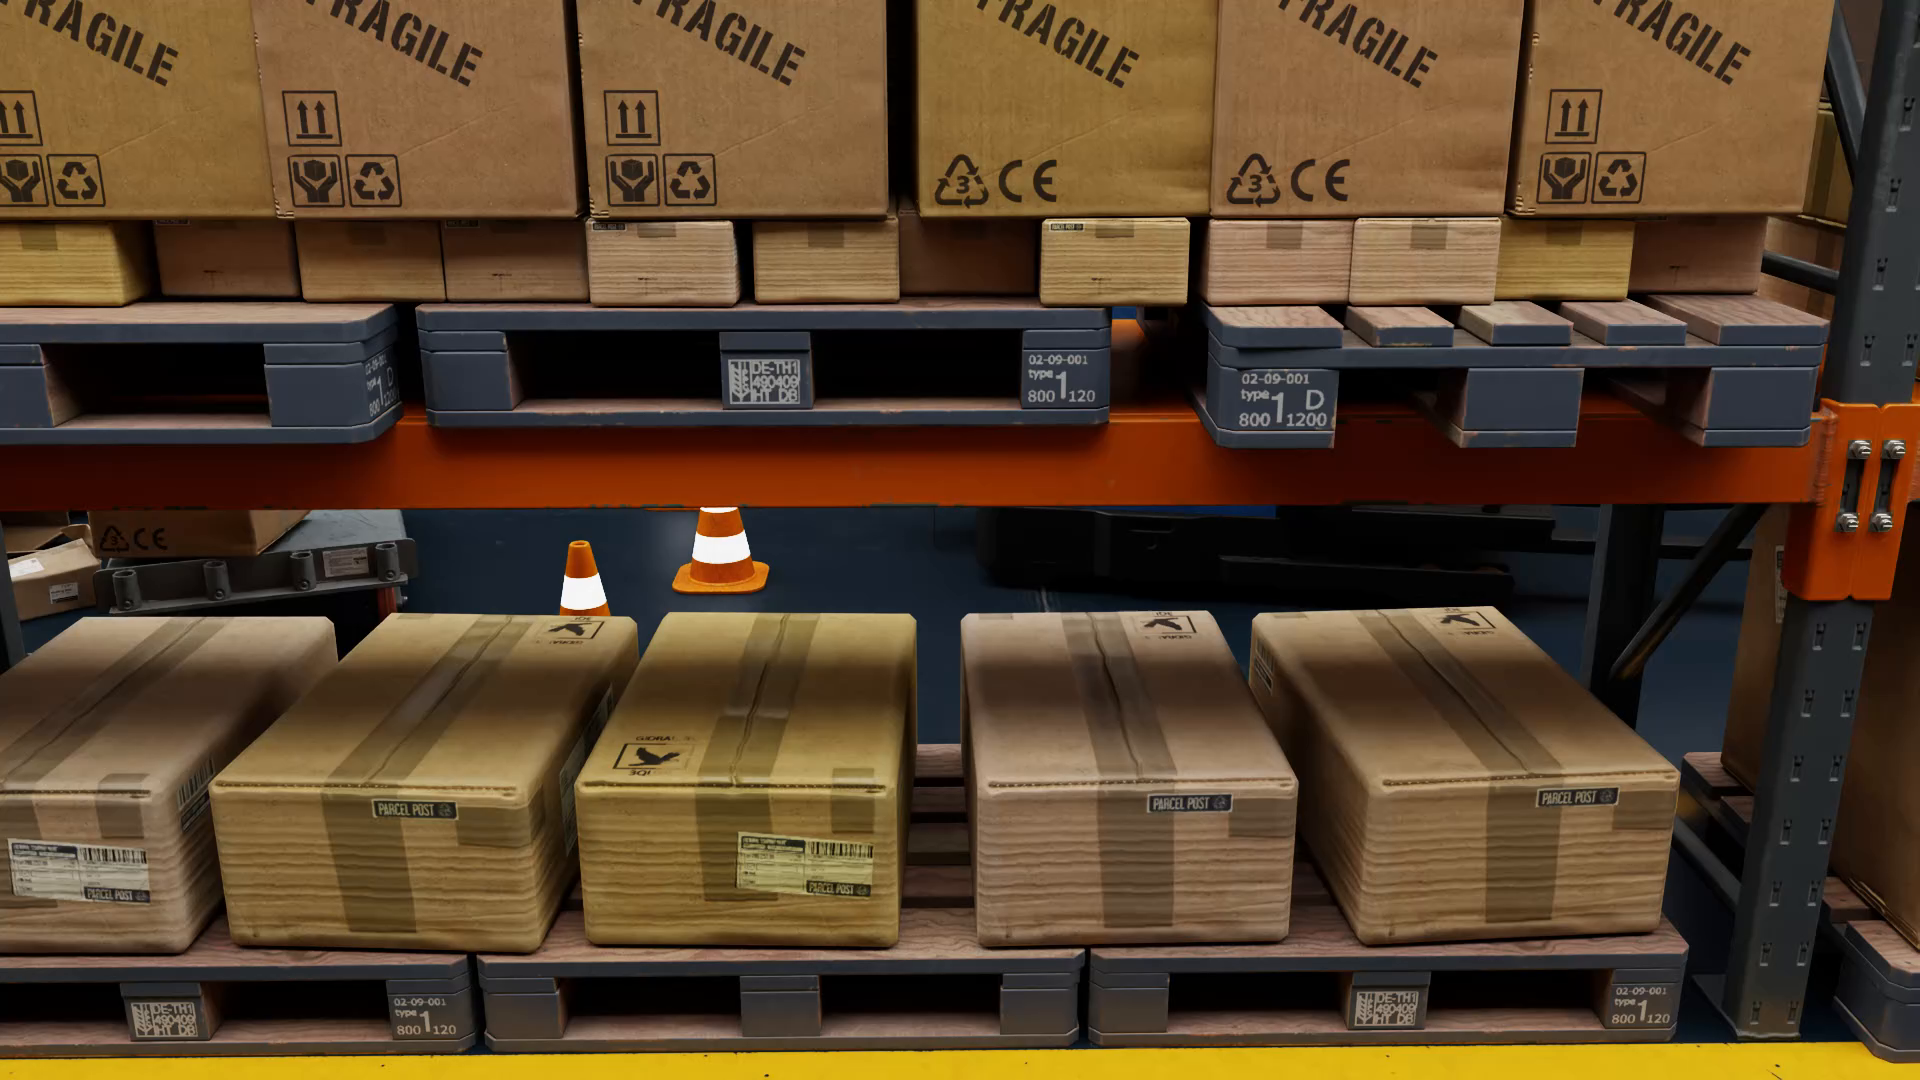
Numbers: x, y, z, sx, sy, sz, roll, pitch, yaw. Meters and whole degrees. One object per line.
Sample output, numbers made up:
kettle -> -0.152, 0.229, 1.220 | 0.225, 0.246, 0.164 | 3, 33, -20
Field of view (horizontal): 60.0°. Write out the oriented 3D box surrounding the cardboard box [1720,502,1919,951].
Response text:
cardboard box -> 2.325, 0.271, 3.583 | 0.875, 0.875, 0.875 | 0, 18, -1

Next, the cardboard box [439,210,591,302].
cardboard box -> -0.772, -0.542, 3.051 | 0.250, 0.149, 0.380 | 0, 18, 0

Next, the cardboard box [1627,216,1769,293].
cardboard box -> 1.309, -0.570, 3.137 | 0.250, 0.149, 0.380 | 0, 18, 1

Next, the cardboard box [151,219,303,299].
cardboard box -> -1.277, -0.553, 3.086 | 0.250, 0.149, 0.380 | 1, 18, 3

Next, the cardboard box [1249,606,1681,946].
cardboard box -> 1.068, 0.488, 3.730 | 0.625, 0.372, 0.950 | -1, 18, -5

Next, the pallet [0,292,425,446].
pallet -> -1.600, -0.411, 3.234 | 1.213, 0.211, 1.003 | 0, 18, -1

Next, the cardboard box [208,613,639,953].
cardboard box -> -1.123, 0.500, 3.693 | 0.625, 0.372, 0.950 | 1, 18, 3

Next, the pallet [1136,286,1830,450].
pallet -> 0.922, -0.436, 3.309 | 1.003, 0.211, 1.213 | 0, 18, -1

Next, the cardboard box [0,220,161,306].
cardboard box -> -1.559, -0.529, 3.008 | 0.250, 0.149, 0.380 | 0, 18, 0

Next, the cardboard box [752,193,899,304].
cardboard box -> -0.239, -0.538, 3.038 | 0.250, 0.149, 0.380 | -1, 18, -3

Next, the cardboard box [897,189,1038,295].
cardboard box -> 0.011, -0.564, 3.120 | 0.250, 0.149, 0.380 | 0, 18, 0

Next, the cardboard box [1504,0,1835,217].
cardboard box -> 1.183, -0.865, 2.995 | 0.500, 0.500, 0.500 | -1, 18, -2

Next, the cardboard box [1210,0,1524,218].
cardboard box -> 0.666, -0.859, 2.977 | 0.500, 0.500, 0.500 | -1, 18, -2

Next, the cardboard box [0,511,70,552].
cardboard box -> -3.715, -0.189, 6.091 | 0.503, 0.637, 0.797 | 0, 18, -1

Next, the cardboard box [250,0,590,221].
cardboard box -> -0.898, -0.848, 2.943 | 0.500, 0.500, 0.500 | 0, 18, -1

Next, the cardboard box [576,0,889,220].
cardboard box -> -0.384, -0.854, 2.961 | 0.500, 0.500, 0.500 | -1, 18, -3

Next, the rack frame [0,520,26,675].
rack frame -> -2.366, -0.544, 3.331 | 0.127, 3.000, 1.000 | 0, 18, -1

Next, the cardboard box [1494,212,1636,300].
cardboard box -> 1.042, -0.546, 3.064 | 0.250, 0.149, 0.380 | 0, 18, 0

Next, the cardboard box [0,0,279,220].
cardboard box -> -1.392, -0.850, 2.949 | 0.500, 0.500, 0.500 | 0, 18, -1

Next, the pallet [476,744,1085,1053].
pallet -> -0.365, 0.773, 3.792 | 1.213, 0.211, 1.003 | 0, 18, -1

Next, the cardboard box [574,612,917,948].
cardboard box -> -0.428, 0.496, 3.705 | 0.625, 0.372, 0.950 | 0, 18, 1

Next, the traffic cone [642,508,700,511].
traffic cone -> -1.181, -0.392, 7.013 | 0.334, 0.463, 0.336 | 0, 18, -1

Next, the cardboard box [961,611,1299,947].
cardboard box -> 0.330, 0.494, 3.711 | 0.625, 0.372, 0.950 | -1, 18, -2

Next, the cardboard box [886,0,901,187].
cardboard box -> -0.372, -1.011, 3.451 | 0.500, 0.500, 0.500 | -1, 18, -3

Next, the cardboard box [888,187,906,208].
cardboard box -> -0.049, -0.687, 3.502 | 0.250, 0.149, 0.380 | 0, 18, 1

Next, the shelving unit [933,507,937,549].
shelving unit -> 0.003, -0.430, 6.412 | 0.210, 0.900, 0.258 | 0, 18, 1

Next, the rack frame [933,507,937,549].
rack frame -> -0.098, -0.430, 6.414 | 0.006, 0.900, 0.240 | 0, 18, 1

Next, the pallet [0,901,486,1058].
pallet -> -1.588, 0.780, 3.770 | 1.213, 0.211, 1.003 | 0, 18, -1

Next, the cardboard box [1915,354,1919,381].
cardboard box -> 2.127, -0.417, 3.182 | 0.500, 0.250, 0.500 | -1, 18, -2

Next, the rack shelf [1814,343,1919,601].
rack shelf -> 3.633, -0.230, 3.531 | 4.000, 0.370, 1.077 | 0, 18, -1

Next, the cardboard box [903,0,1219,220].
cardboard box -> 0.162, -0.856, 2.968 | 0.500, 0.500, 0.500 | -1, 18, -5

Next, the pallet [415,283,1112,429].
pallet -> -0.345, -0.449, 3.352 | 1.213, 0.211, 1.003 | 0, 18, -1

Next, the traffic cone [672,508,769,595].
traffic cone -> -0.874, -0.076, 6.027 | 0.334, 0.463, 0.336 | 0, 18, -1

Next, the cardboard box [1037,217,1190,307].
cardboard box -> 0.264, -0.527, 3.004 | 0.250, 0.149, 0.380 | 0, 18, 0

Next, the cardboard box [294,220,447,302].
cardboard box -> -1.019, -0.542, 3.050 | 0.250, 0.149, 0.380 | 0, 18, 0

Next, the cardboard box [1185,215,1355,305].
cardboard box -> 0.539, -0.533, 3.021 | 0.250, 0.149, 0.380 | -1, 18, -3

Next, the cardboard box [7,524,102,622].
cardboard box -> -3.215, 0.107, 5.780 | 0.396, 0.266, 0.258 | -15, 23, -39

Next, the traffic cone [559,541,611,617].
traffic cone -> -1.148, 0.231, 5.070 | 0.334, 0.463, 0.336 | 0, 18, -1

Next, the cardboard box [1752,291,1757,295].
cardboard box -> 3.692, -1.019, 8.219 | 0.500, 0.500, 0.500 | -1, 18, -2

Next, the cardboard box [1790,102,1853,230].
cardboard box -> 2.114, -0.809, 3.587 | 0.500, 0.250, 0.500 | 0, 18, -1

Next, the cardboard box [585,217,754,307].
cardboard box -> -0.505, -0.528, 3.006 | 0.250, 0.149, 0.380 | 0, 18, 1

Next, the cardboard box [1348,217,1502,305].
cardboard box -> 0.791, -0.531, 3.017 | 0.250, 0.149, 0.380 | 0, 18, -1

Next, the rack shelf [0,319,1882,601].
rack shelf -> -0.366, -0.211, 3.471 | 4.000, 0.370, 1.077 | 0, 18, -1

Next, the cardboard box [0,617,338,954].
cardboard box -> -1.842, 0.504, 3.679 | 0.625, 0.372, 0.950 | 0, 18, 0

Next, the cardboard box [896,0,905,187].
cardboard box -> 0.128, -1.011, 3.451 | 0.500, 0.500, 0.500 | 0, 18, 0

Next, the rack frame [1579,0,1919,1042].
rack frame -> 1.633, -0.563, 3.391 | 0.127, 3.000, 1.000 | 0, 18, -1

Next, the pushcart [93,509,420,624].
pushcart -> -2.452, 0.009, 5.902 | 0.936, 0.377, 1.648 | -7, 19, -20

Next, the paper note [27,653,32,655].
paper note -> -2.923, 0.352, 5.401 | 0.142, 0.019, 0.148 | 0, 18, -1

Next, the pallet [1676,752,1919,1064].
pallet -> 2.423, 0.784, 3.758 | 1.213, 0.211, 1.003 | 0, 18, -1

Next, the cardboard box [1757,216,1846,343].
cardboard box -> 2.135, -0.573, 3.669 | 0.500, 0.250, 0.500 | -1, 18, -3

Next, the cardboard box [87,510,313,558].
cardboard box -> -2.424, -0.257, 5.292 | 0.500, 0.500, 0.500 | 0, 18, -1

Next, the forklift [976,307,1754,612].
forklift -> 1.623, -1.310, 5.832 | 3.031, 2.935, 1.130 | 3, 18, 9

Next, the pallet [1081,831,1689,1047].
pallet -> 0.852, 0.768, 3.807 | 1.213, 0.211, 1.003 | 0, 18, -1

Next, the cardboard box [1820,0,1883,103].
cardboard box -> 2.146, -1.169, 3.480 | 0.500, 0.500, 0.500 | -1, 18, -2
